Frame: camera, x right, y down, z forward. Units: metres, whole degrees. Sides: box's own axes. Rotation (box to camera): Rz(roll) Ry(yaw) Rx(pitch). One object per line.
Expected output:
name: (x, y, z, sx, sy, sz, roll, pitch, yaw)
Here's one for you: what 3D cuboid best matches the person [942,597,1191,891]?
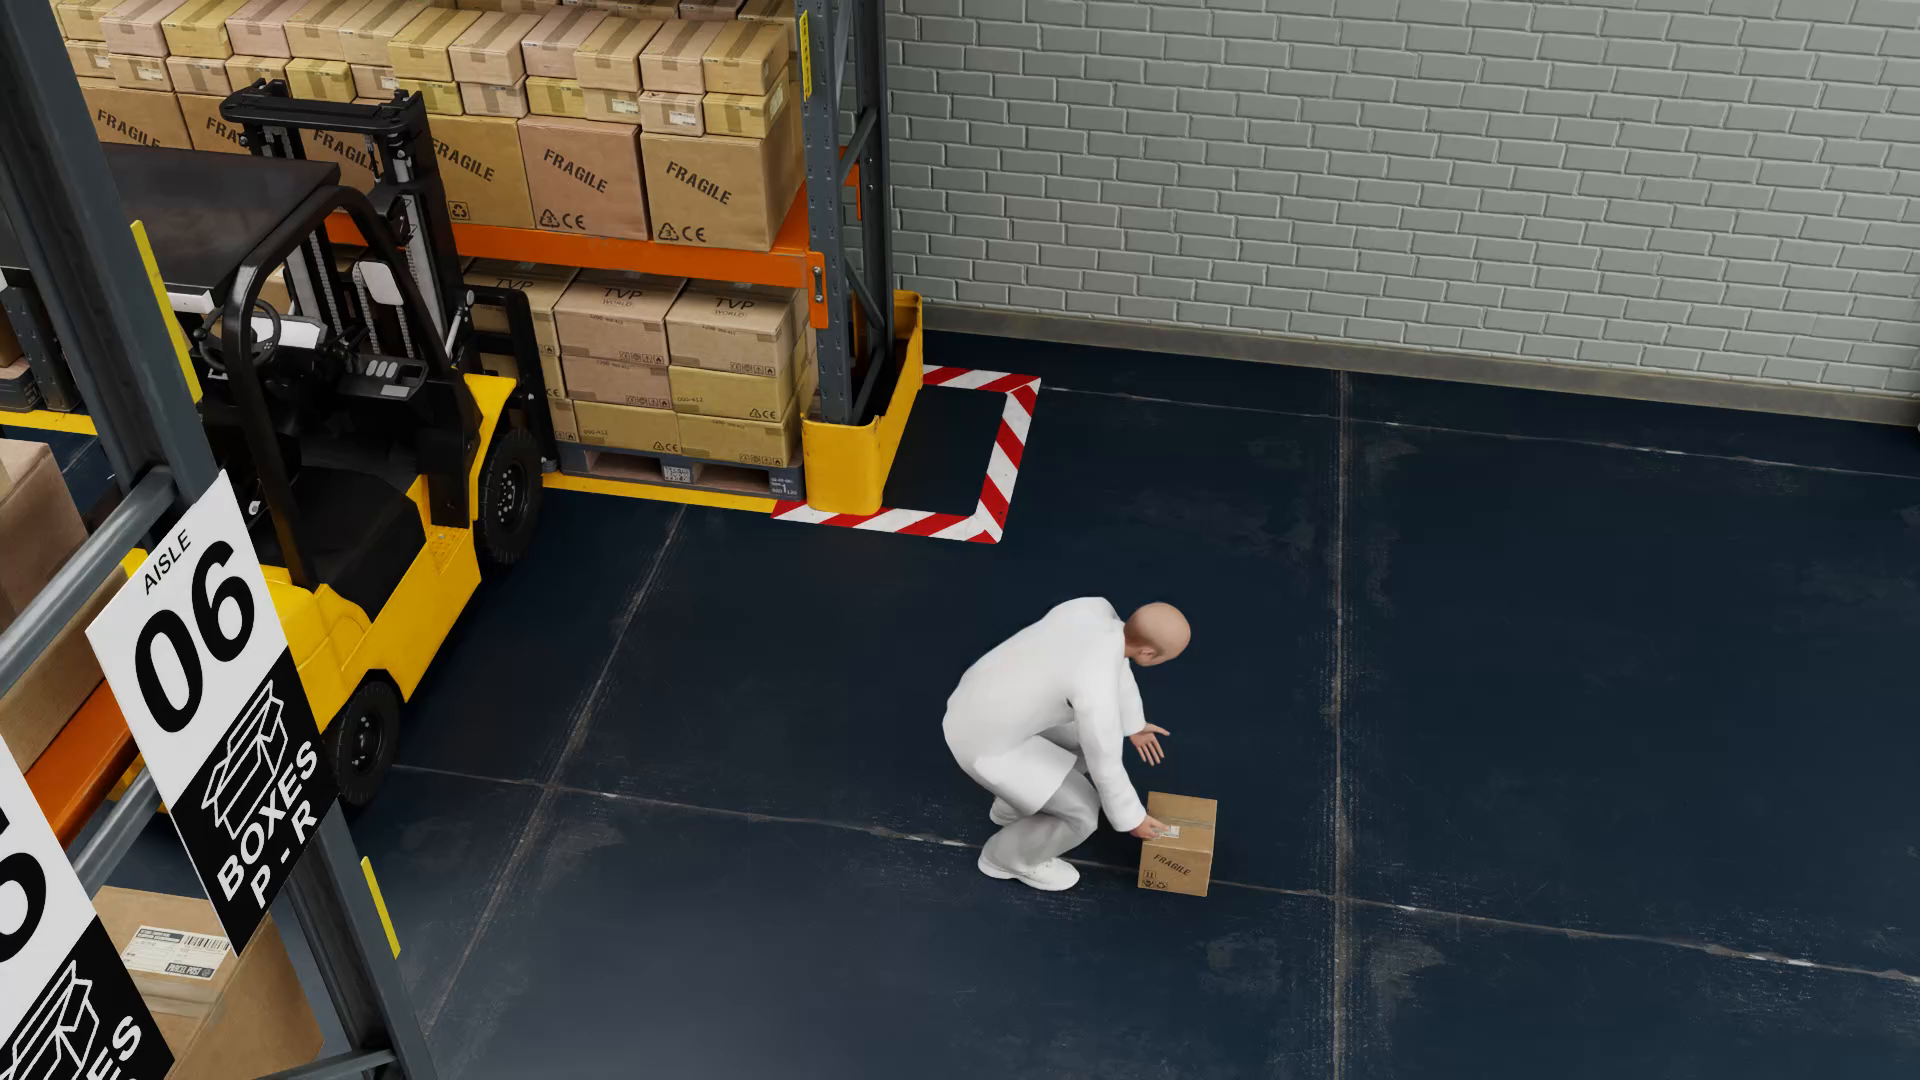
person: (0.353, 0.671, 5.817, 0.817, 1.204, 0.628, 6, 40, 8)
